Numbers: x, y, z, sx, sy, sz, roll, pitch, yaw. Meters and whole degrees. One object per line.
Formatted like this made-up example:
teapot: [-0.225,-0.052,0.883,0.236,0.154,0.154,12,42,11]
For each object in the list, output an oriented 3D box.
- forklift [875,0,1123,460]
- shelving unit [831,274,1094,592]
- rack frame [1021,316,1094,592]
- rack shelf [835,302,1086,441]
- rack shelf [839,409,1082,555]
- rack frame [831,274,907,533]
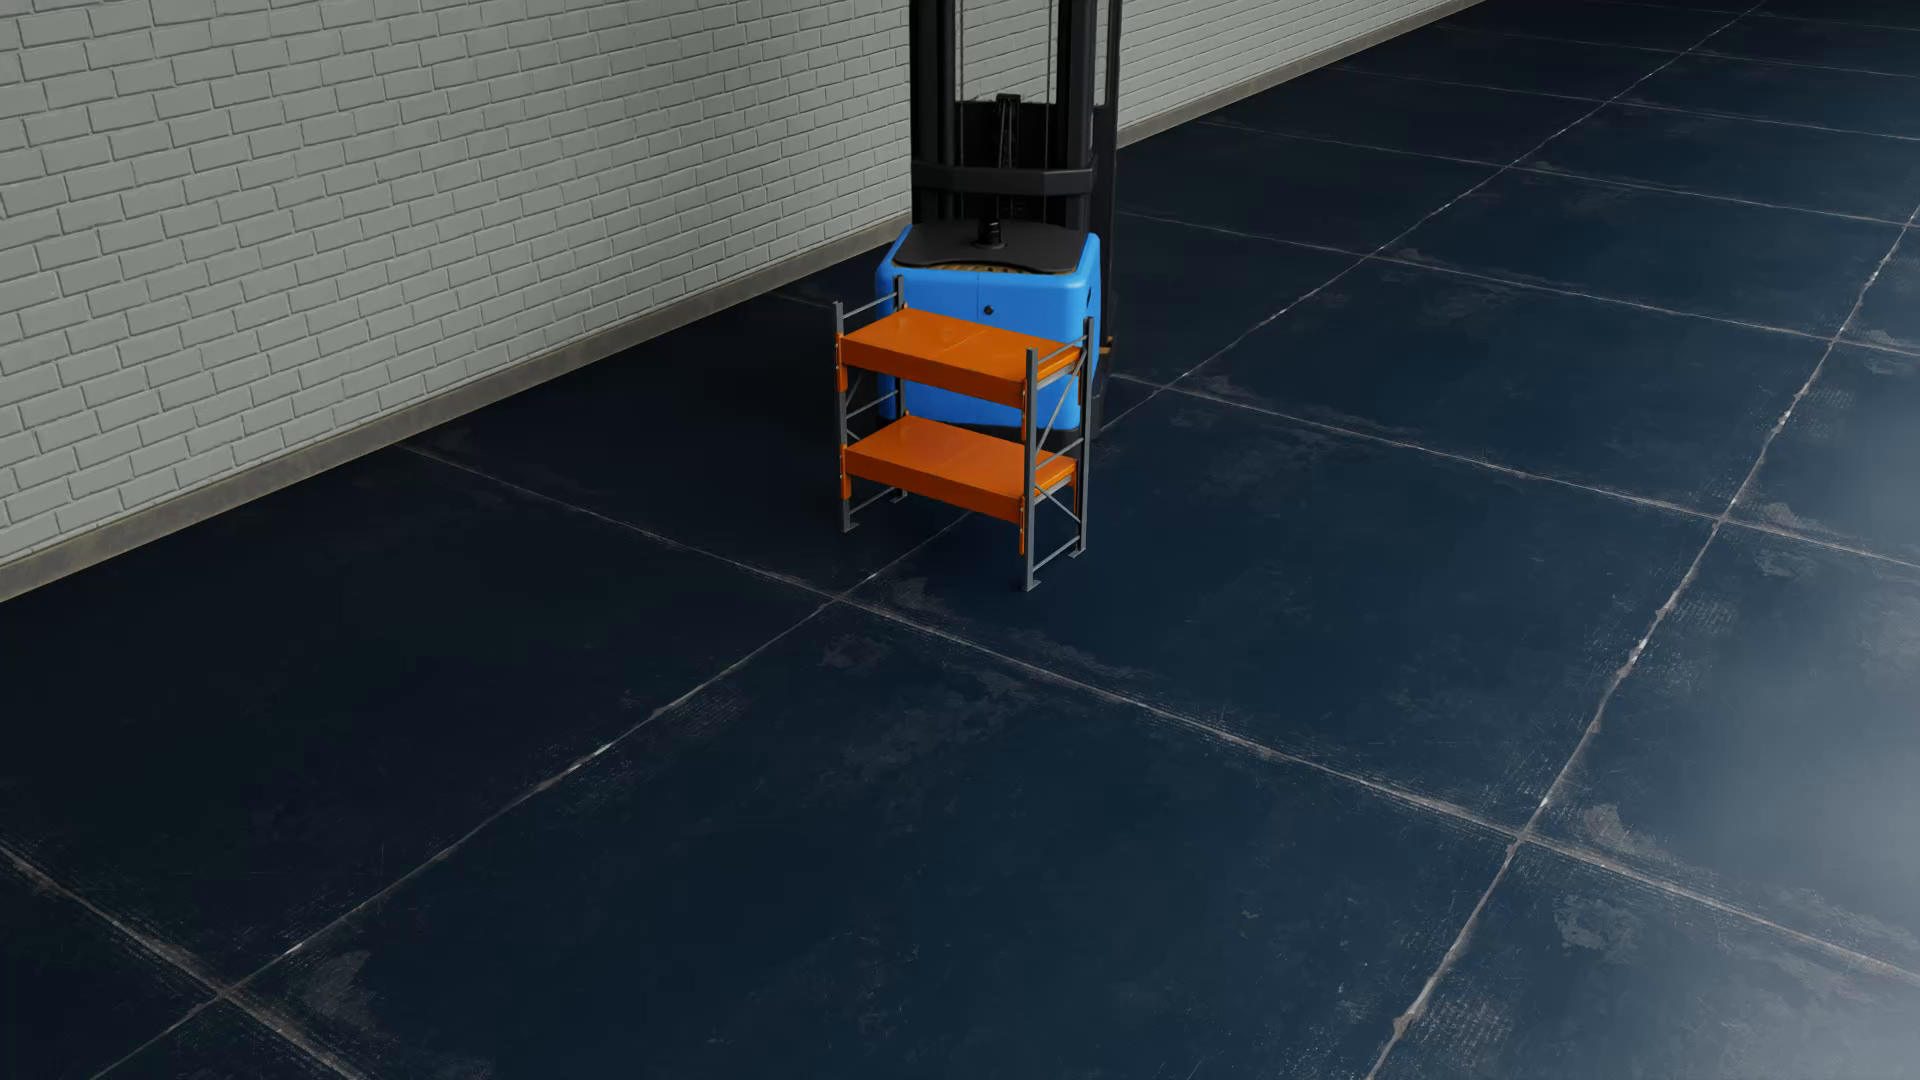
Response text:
forklift: [0.322,-2.269,8.977,1.130,2.935,3.031,4,27,8]
shelving unit: [0.006,-0.500,7.491,1.048,1.125,0.538,17,32,30]
rack frame: [0.425,-0.369,7.235,0.032,1.125,0.500,17,32,30]
rack shelf: [0.006,-0.760,7.359,1.000,0.278,0.538,17,32,30]
rack shelf: [0.006,-0.282,7.602,1.000,0.278,0.538,17,32,30]
rack frame: [-0.413,-0.630,7.748,0.032,1.125,0.500,17,32,30]
